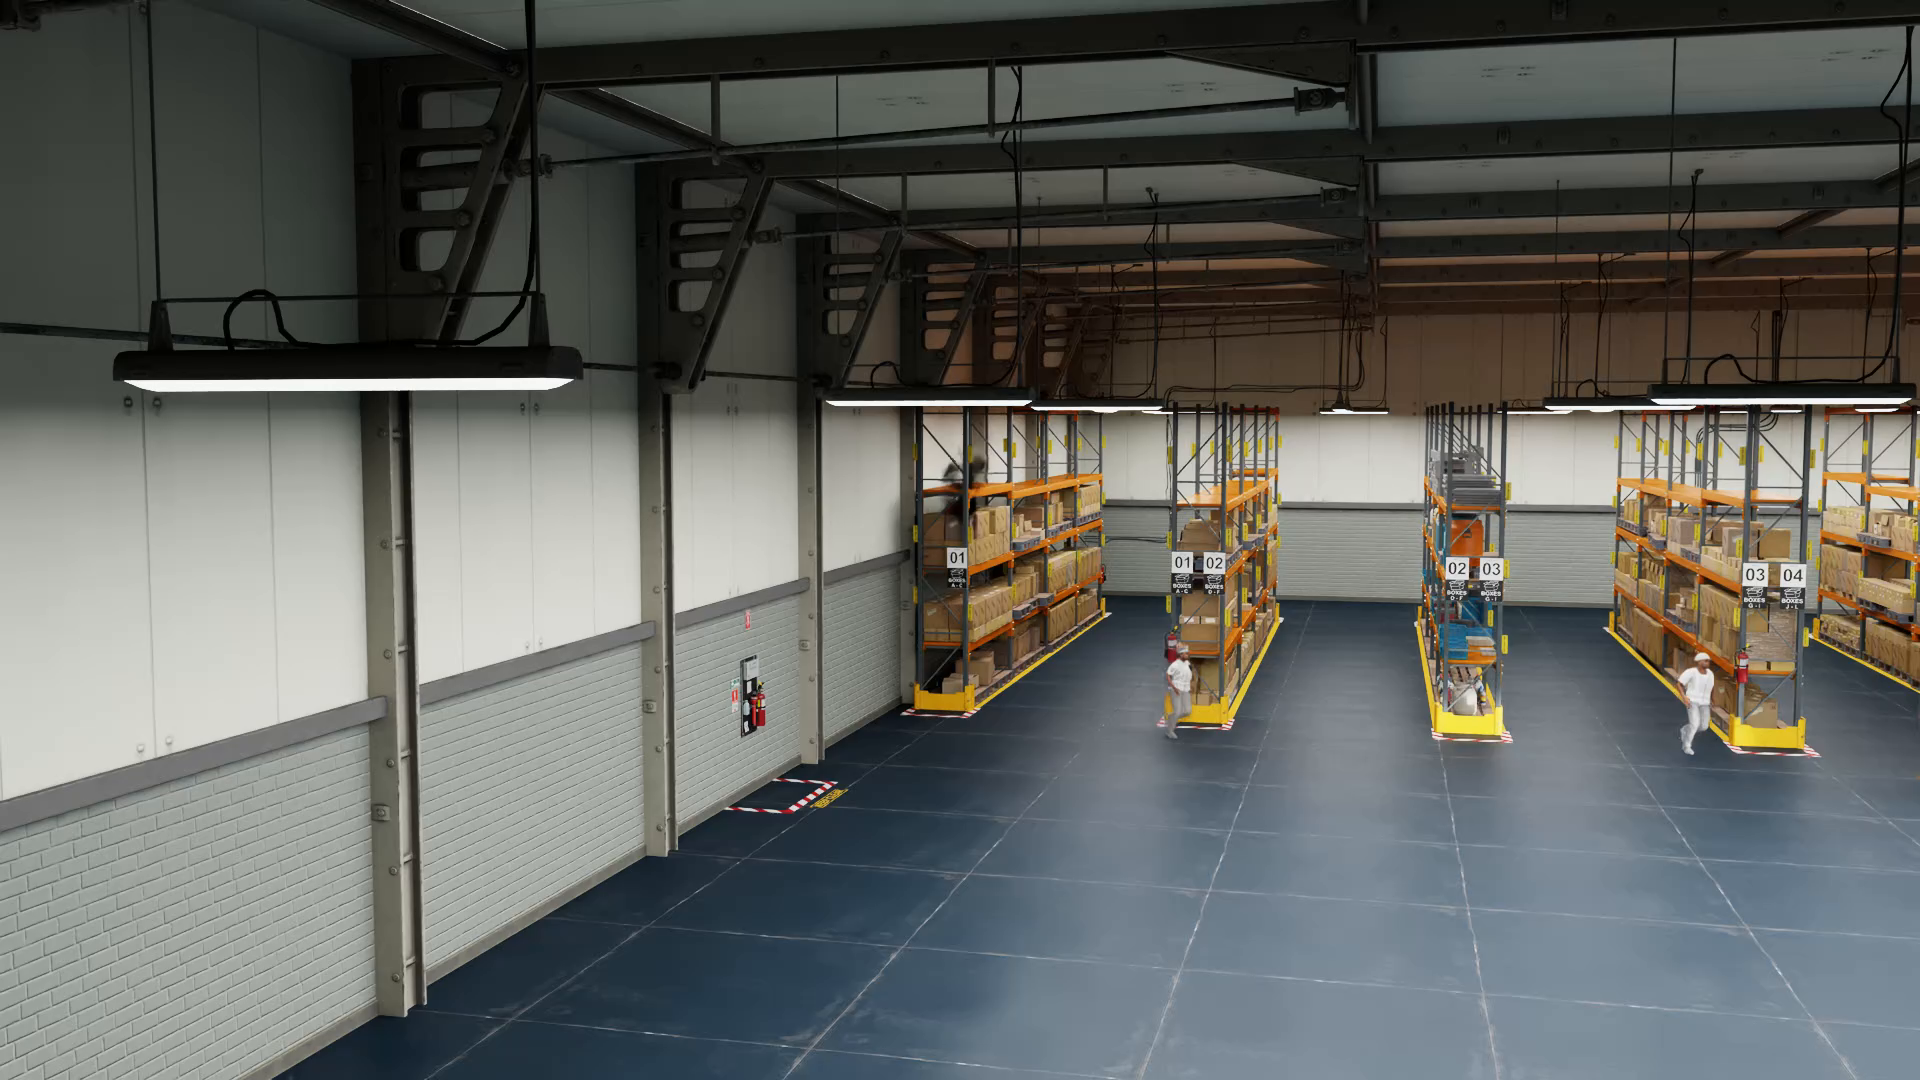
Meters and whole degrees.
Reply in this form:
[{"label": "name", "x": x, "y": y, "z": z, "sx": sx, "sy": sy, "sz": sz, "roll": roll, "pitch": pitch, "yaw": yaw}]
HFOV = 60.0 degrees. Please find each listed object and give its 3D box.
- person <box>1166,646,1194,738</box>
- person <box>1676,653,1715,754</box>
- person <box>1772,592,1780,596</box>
[{"label": "person", "x": 3.966, "y": 2.716, "z": 29.886, "sx": 0.624, "sy": 1.644, "sz": 0.501, "roll": -3, "pitch": 5, "yaw": -36}, {"label": "person", "x": 12.613, "y": 2.778, "z": 28.512, "sx": 0.746, "sy": 1.709, "sz": 0.563, "roll": -1, "pitch": 4, "yaw": -13}, {"label": "person", "x": 20.643, "y": 1.834, "z": 42.090, "sx": 0.568, "sy": 1.563, "sz": 0.605, "roll": 2, "pitch": 5, "yaw": 25}]
